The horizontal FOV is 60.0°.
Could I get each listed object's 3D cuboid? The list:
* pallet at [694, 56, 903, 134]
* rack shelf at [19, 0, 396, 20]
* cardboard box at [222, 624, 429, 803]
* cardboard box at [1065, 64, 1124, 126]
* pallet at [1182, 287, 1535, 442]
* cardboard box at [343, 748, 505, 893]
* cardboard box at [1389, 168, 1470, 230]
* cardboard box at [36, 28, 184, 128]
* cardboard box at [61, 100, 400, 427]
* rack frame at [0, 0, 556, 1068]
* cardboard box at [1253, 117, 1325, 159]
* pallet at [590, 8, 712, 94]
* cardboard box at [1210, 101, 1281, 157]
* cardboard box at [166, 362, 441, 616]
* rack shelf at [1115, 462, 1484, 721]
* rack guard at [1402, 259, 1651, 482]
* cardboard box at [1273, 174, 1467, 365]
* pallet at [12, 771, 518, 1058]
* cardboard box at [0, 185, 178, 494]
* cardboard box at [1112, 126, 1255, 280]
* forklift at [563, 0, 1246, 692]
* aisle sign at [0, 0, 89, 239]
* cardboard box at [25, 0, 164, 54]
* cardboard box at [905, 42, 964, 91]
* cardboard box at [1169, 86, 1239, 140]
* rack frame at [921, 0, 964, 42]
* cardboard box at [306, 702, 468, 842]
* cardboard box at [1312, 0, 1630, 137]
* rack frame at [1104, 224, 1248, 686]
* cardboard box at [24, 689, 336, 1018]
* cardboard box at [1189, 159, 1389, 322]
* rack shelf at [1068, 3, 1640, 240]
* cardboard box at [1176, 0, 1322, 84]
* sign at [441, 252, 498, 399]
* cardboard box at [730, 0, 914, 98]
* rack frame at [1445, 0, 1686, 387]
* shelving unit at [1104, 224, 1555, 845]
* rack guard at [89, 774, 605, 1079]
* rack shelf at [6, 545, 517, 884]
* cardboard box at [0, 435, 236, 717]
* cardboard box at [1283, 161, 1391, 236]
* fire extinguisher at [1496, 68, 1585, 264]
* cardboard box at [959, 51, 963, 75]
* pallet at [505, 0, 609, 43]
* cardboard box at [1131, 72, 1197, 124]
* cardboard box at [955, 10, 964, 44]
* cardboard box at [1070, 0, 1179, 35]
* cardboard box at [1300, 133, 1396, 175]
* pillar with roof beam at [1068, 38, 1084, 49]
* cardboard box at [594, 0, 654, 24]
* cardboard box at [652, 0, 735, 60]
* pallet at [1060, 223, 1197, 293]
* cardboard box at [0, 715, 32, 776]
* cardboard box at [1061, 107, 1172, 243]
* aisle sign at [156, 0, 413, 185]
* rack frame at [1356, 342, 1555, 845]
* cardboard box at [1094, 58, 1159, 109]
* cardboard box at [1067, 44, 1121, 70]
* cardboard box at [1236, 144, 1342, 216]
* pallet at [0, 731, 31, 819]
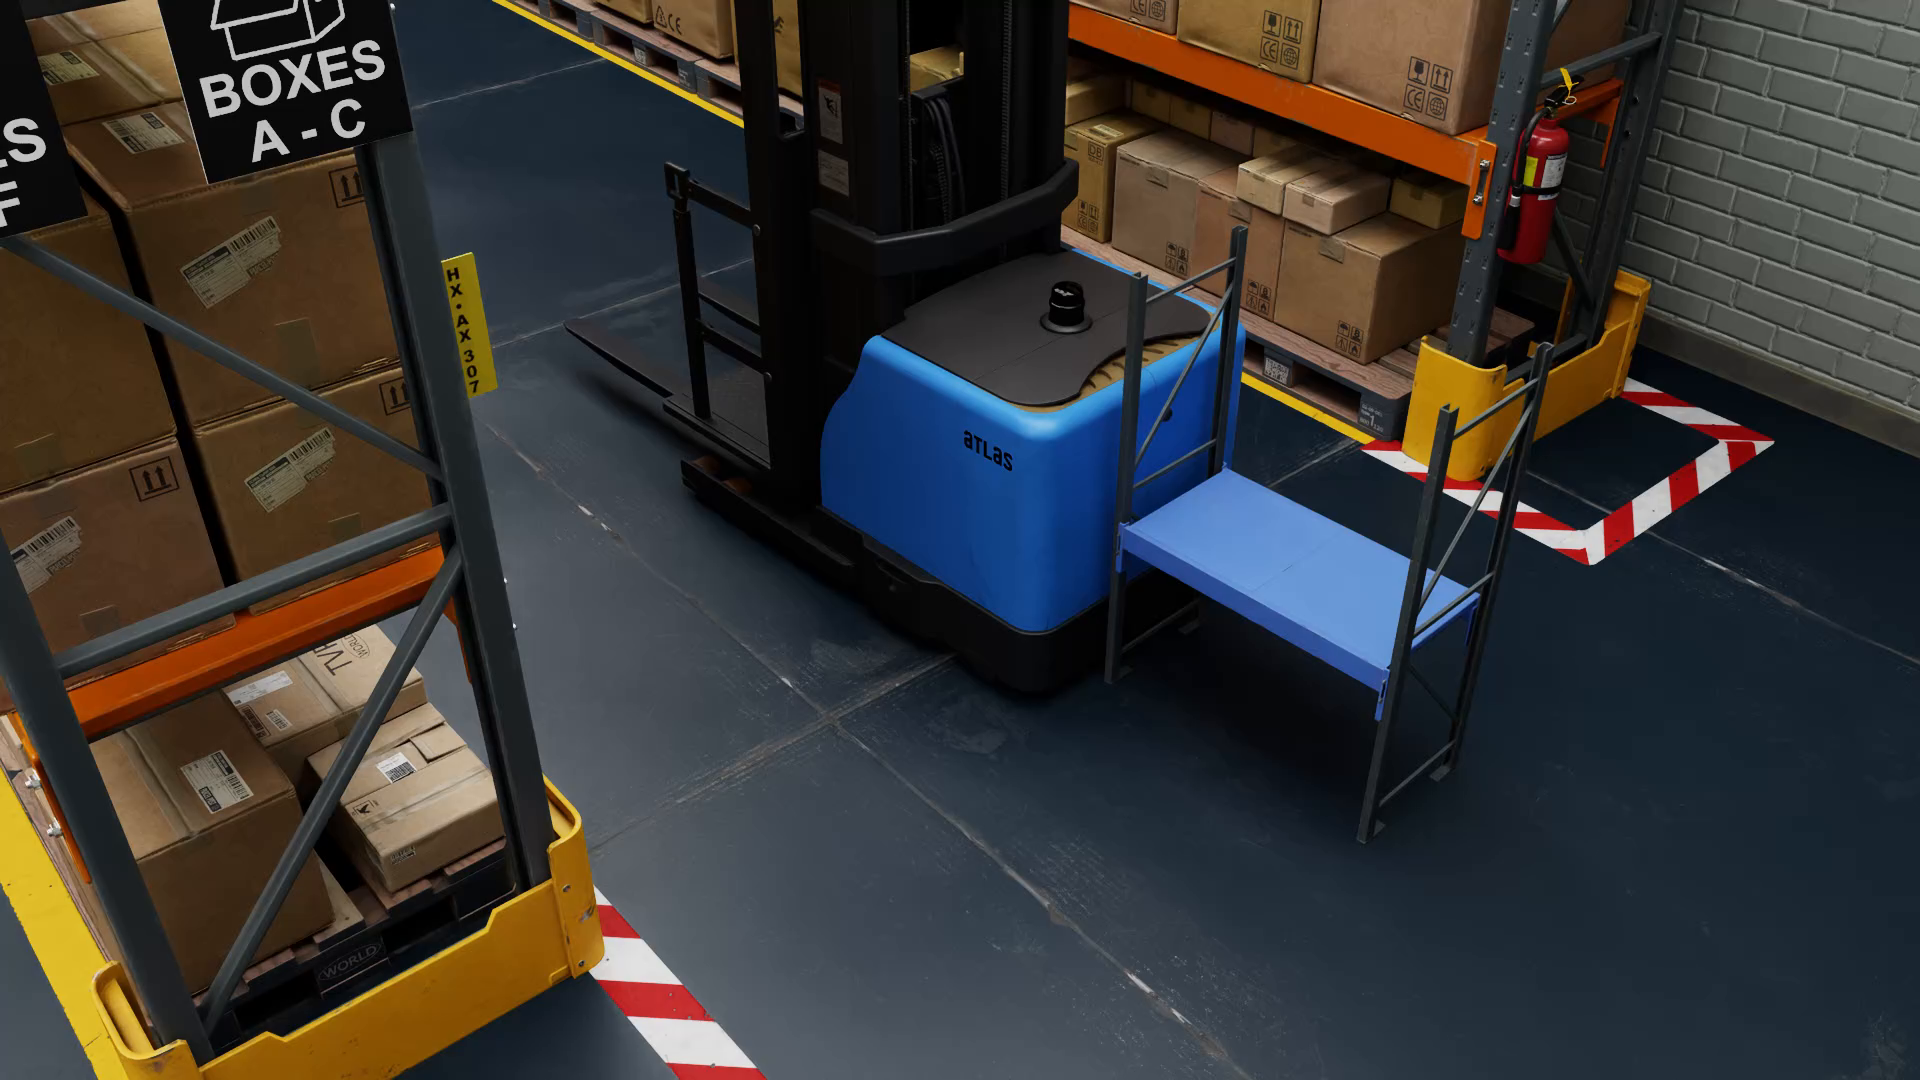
[{"bbox_3d":[-0.825,-2.684,9.857,1.003,0.211,1.213,-26,43,-32],"label":"pallet"},{"bbox_3d":[-2.761,-1.707,4.092,1.077,0.370,4.000,-26,43,-32],"label":"rack shelf"},{"bbox_3d":[-1.927,0.482,4.972,0.500,0.250,0.500,-26,43,-32],"label":"cardboard box"},{"bbox_3d":[0.553,-2.107,7.868,0.380,0.149,0.250,-27,44,-33],"label":"cardboard box"},{"bbox_3d":[1.736,-0.929,7.379,1.003,0.211,1.213,-26,43,-32],"label":"pallet"},{"bbox_3d":[-1.478,0.777,4.644,0.380,0.149,0.250,-26,43,-32],"label":"cardboard box"},{"bbox_3d":[2.017,-1.450,6.941,0.380,0.149,0.250,-26,43,-31],"label":"cardboard box"},{"bbox_3d":[-1.898,-0.865,3.924,0.500,0.500,0.500,-26,43,-31],"label":"cardboard box"},{"bbox_3d":[-1.555,-0.637,3.602,0.500,0.500,0.500,-25,42,-30],"label":"cardboard box"},{"bbox_3d":[-1.470,0.106,3.505,1.000,3.000,0.127,-26,43,-32],"label":"rack frame"},{"bbox_3d":[1.528,-1.784,7.412,0.380,0.149,0.250,-26,43,-31],"label":"cardboard box"},{"bbox_3d":[-1.617,-3.223,10.618,1.003,0.211,1.213,-26,43,-32],"label":"pallet"},{"bbox_3d":[1.364,-1.896,7.570,0.380,0.149,0.250,-25,42,-31],"label":"cardboard box"},{"bbox_3d":[-1.555,-0.229,3.891,0.500,0.500,0.500,-25,42,-31],"label":"cardboard box"},{"bbox_3d":[1.025,0.128,5.083,0.538,0.185,1.000,-29,44,-34],"label":"rack shelf"},{"bbox_3d":[2.327,-0.712,6.823,1.175,0.500,0.348,-26,43,-32],"label":"rack guard"},{"bbox_3d":[1.783,-1.166,7.101,0.700,0.500,0.500,-26,43,-32],"label":"cardboard box"},{"bbox_3d":[-2.034,0.859,4.855,1.003,0.211,1.213,-26,43,-32],"label":"pallet"},{"bbox_3d":[-1.967,-0.437,3.319,0.500,0.500,0.500,-26,43,-32],"label":"cardboard box"},{"bbox_3d":[1.135,-1.609,7.726,0.700,0.500,0.500,-28,44,-33],"label":"cardboard box"},{"bbox_3d":[-0.432,-1.457,5.771,1.130,2.935,3.031,-29,44,-34],"label":"forklift"},{"bbox_3d":[-1.660,-0.810,2.550,0.394,0.787,0.004,-26,43,-32],"label":"aisle sign"},{"bbox_3d":[-2.217,-1.088,4.239,0.500,0.500,0.500,-25,42,-31],"label":"cardboard box"},{"bbox_3d":[0.135,-2.292,8.690,0.700,0.500,0.500,-25,43,-31],"label":"cardboard box"},{"bbox_3d":[1.197,-2.009,7.730,0.380,0.149,0.250,-26,43,-31],"label":"cardboard box"},{"bbox_3d":[-0.270,-3.509,8.609,1.000,3.000,0.127,-26,43,-32],"label":"rack frame"},{"bbox_3d":[-1.639,0.659,4.794,0.380,0.166,0.250,-26,43,-32],"label":"cardboard box"},{"bbox_3d":[1.975,-2.087,6.342,0.980,0.700,0.700,-24,42,-30],"label":"cardboard box"},{"bbox_3d":[0.673,-0.231,5.278,0.500,1.500,0.032,-29,44,-34],"label":"rack frame"},{"bbox_3d":[-2.009,0.799,4.309,0.500,0.500,0.500,-26,43,-32],"label":"cardboard box"},{"bbox_3d":[1.461,-1.387,7.412,0.700,0.500,0.500,-26,43,-32],"label":"cardboard box"},{"bbox_3d":[1.021,-2.332,7.571,1.077,0.370,4.000,-26,43,-32],"label":"rack shelf"},{"bbox_3d":[1.497,-2.404,6.789,0.980,0.700,0.700,-26,43,-32],"label":"cardboard box"},{"bbox_3d":[-1.056,-0.450,3.540,0.100,0.325,0.005,-26,43,-32],"label":"sign"},{"bbox_3d":[-0.788,-3.042,9.446,0.750,0.750,0.750,-25,43,-31],"label":"cardboard box"},{"bbox_3d":[2.312,-1.743,6.116,1.000,3.000,0.127,-26,43,-32],"label":"rack frame"},{"bbox_3d":[1.025,-0.019,4.979,0.538,1.500,1.048,-29,44,-34],"label":"shelving unit"},{"bbox_3d":[-1.519,1.093,4.275,1.175,0.500,0.348,-26,43,-32],"label":"rack guard"},{"bbox_3d":[-2.761,-0.483,4.959,1.077,0.370,4.000,-26,43,-32],"label":"rack shelf"},{"bbox_3d":[-1.967,-0.031,3.612,0.500,0.500,0.500,-25,42,-30],"label":"cardboard box"},{"bbox_3d":[1.561,-1.420,6.897,0.380,0.149,0.250,-27,43,-32],"label":"cardboard box"},{"bbox_3d":[2.056,-1.321,5.909,0.296,0.674,0.183,-26,43,-32],"label":"fire extinguisher"},{"bbox_3d":[0.216,-2.337,8.193,0.380,0.149,0.250,-24,42,-30],"label":"cardboard box"},{"bbox_3d":[-2.400,-3.761,11.378,1.003,0.211,1.213,-26,43,-32],"label":"pallet"},{"bbox_3d":[1.034,-2.121,7.888,0.380,0.149,0.250,-27,43,-33],"label":"cardboard box"},{"bbox_3d":[0.193,-2.695,8.698,0.380,0.149,0.250,-26,43,-32],"label":"cardboard box"},{"bbox_3d":[1.012,-2.744,7.270,0.980,0.700,0.700,-28,44,-34],"label":"cardboard box"},{"bbox_3d":[1.689,-1.674,7.256,0.380,0.149,0.250,-26,43,-32],"label":"cardboard box"},{"bbox_3d":[-2.446,-4.365,4.628,9.100,9.000,0.400,-26,43,-32],"label":"pillar with roof beam"},{"bbox_3d":[-1.916,-3.806,10.526,0.750,0.750,0.750,-26,43,-32],"label":"cardboard box"},{"bbox_3d":[-1.364,-3.433,9.999,0.750,0.750,0.750,-25,42,-30],"label":"cardboard box"},{"bbox_3d":[0.953,-1.467,8.139,1.003,0.211,1.213,-26,43,-32],"label":"pallet"},{"bbox_3d":[-2.599,0.470,4.990,0.500,0.250,0.500,-26,43,-32],"label":"cardboard box"},{"bbox_3d":[0.786,-1.841,8.054,0.700,0.500,0.500,-25,42,-31],"label":"cardboard box"},{"bbox_3d":[-1.202,-1.034,2.865,0.394,0.787,0.004,-26,43,-32],"label":"aisle sign"},{"bbox_3d":[1.377,0.193,4.680,0.500,1.500,0.032,-29,44,-34],"label":"rack frame"},{"bbox_3d":[0.867,-2.235,8.048,0.380,0.149,0.250,-26,43,-31],"label":"cardboard box"},{"bbox_3d":[0.705,-2.347,8.206,0.380,0.149,0.250,-28,44,-33],"label":"cardboard box"},{"bbox_3d":[1.396,-1.532,7.056,0.380,0.149,0.250,-25,42,-31],"label":"cardboard box"},{"bbox_3d":[-2.818,0.321,5.615,1.003,0.211,1.213,-26,43,-32],"label":"pallet"}]
